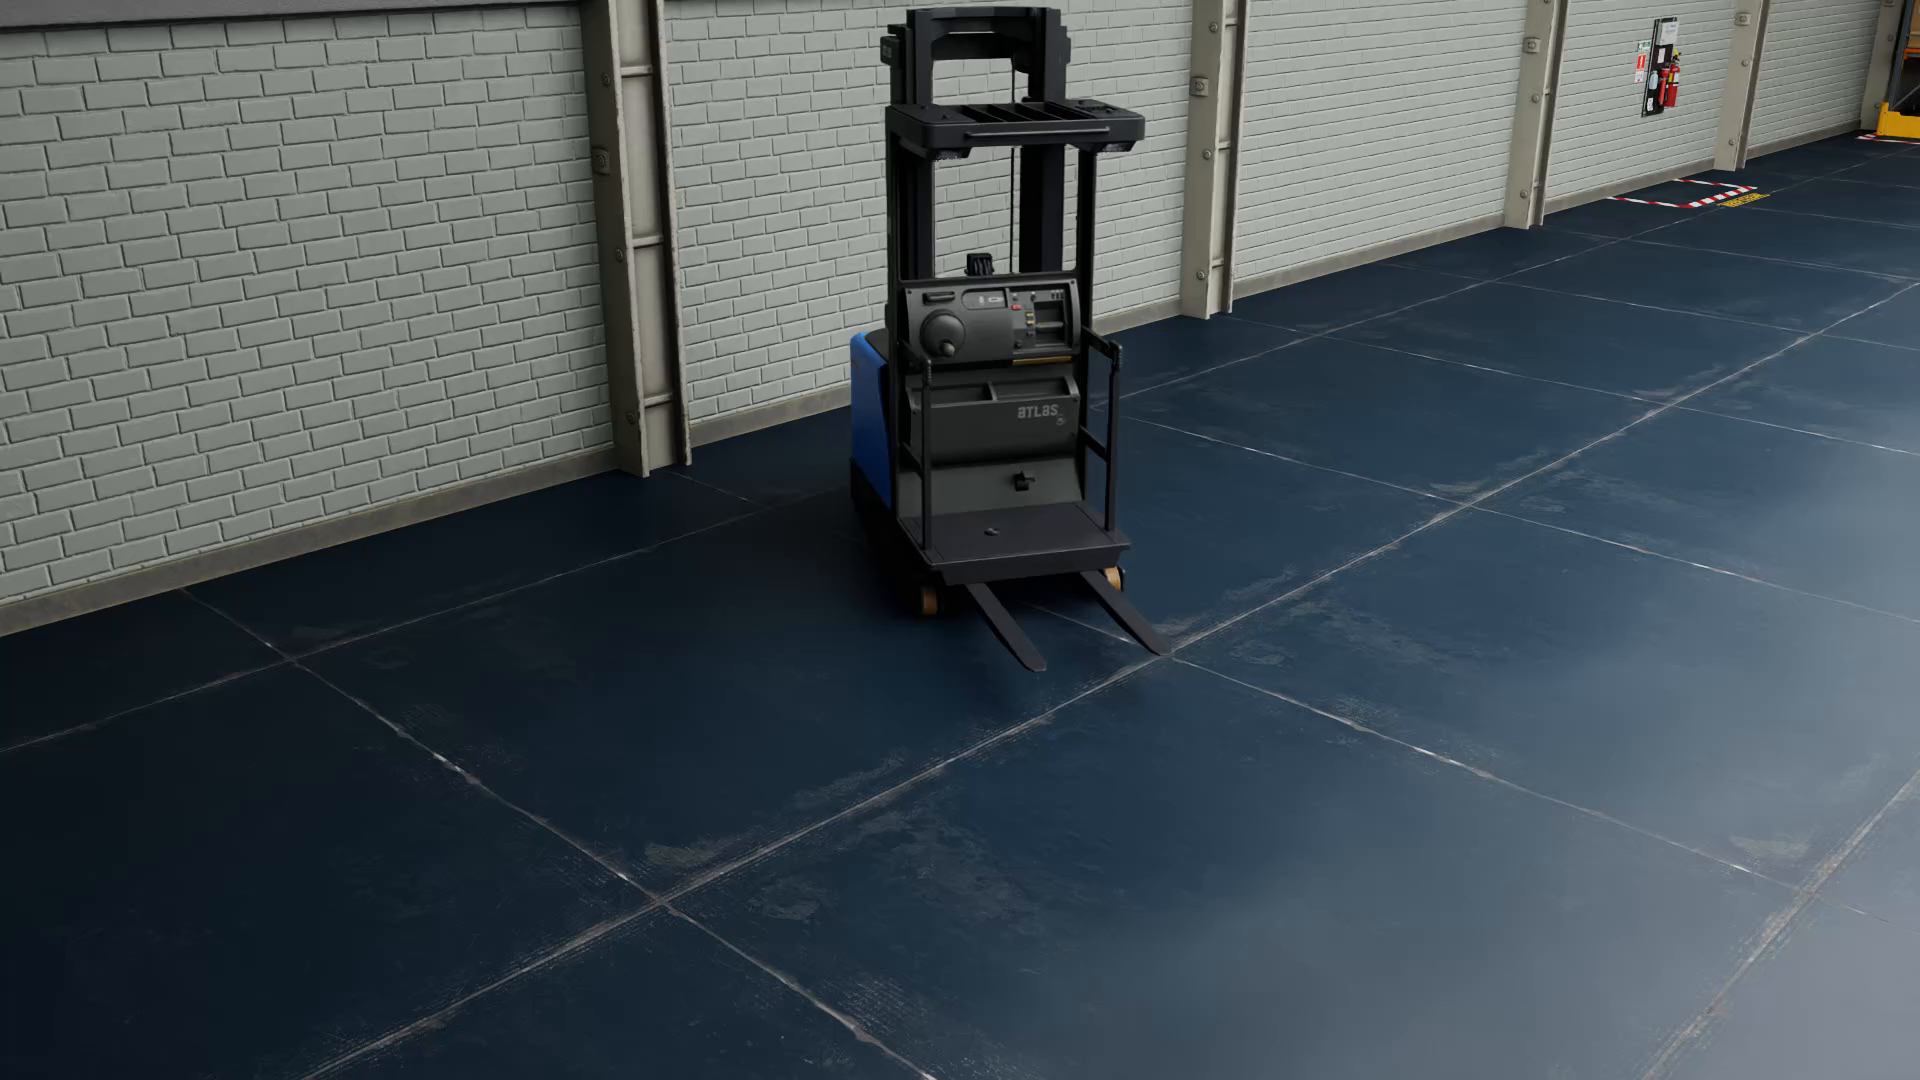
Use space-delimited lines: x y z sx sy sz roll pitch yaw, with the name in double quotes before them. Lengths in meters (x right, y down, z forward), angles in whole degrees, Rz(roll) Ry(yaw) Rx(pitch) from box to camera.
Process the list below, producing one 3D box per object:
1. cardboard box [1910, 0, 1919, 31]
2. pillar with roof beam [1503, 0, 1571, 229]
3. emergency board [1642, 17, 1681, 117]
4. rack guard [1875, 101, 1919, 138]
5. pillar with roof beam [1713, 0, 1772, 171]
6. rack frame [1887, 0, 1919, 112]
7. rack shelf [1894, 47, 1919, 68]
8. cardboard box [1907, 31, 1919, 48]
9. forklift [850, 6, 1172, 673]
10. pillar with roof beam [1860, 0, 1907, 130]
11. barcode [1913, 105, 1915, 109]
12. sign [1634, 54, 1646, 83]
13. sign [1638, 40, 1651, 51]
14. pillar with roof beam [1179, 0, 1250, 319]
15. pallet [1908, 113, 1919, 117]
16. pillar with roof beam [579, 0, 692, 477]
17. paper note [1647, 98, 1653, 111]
"cardboard box" 15.054 -8.124 25.665 0.500 0.500 0.500 19 28 40
"pillar with roof beam" 9.459 -6.695 14.449 9.100 9.000 0.400 19 28 41
"emergency board" 8.809 -5.888 20.713 0.194 1.169 0.643 19 28 41
"rack guard" 14.930 -6.513 25.822 1.175 0.500 0.348 19 28 41
"pillar with roof beam" 13.645 -8.237 18.462 9.100 9.000 0.400 19 28 41
"rack frame" 14.877 -7.660 25.323 1.000 3.000 0.127 19 28 41
"rack shelf" 16.272 -7.838 26.789 1.077 0.370 4.000 19 28 41
"cardboard box" 15.064 -7.768 25.785 0.500 0.250 0.500 -20 28 -41
"forklift" 0.234 -1.128 8.424 1.130 2.935 3.031 -6 22 -15
"pillar with roof beam" 17.830 -9.779 22.474 9.100 9.000 0.400 19 28 41
"barcode" 15.150 -6.875 26.401 0.001 0.075 0.075 19 28 41
"sign" 8.349 -5.789 20.404 0.001 0.329 0.234 19 28 41
"sign" 8.359 -6.035 20.307 0.001 0.109 0.331 19 28 41
"pillar with roof beam" 5.273 -5.152 10.436 9.100 9.000 0.400 19 28 41
"pallet" 15.522 -6.578 26.394 1.003 0.211 1.213 19 28 41
"pillar with roof beam" 1.088 -3.610 6.424 9.100 9.000 0.400 19 28 41
"paper note" 8.636 -5.449 20.798 0.016 0.148 0.142 19 28 41
